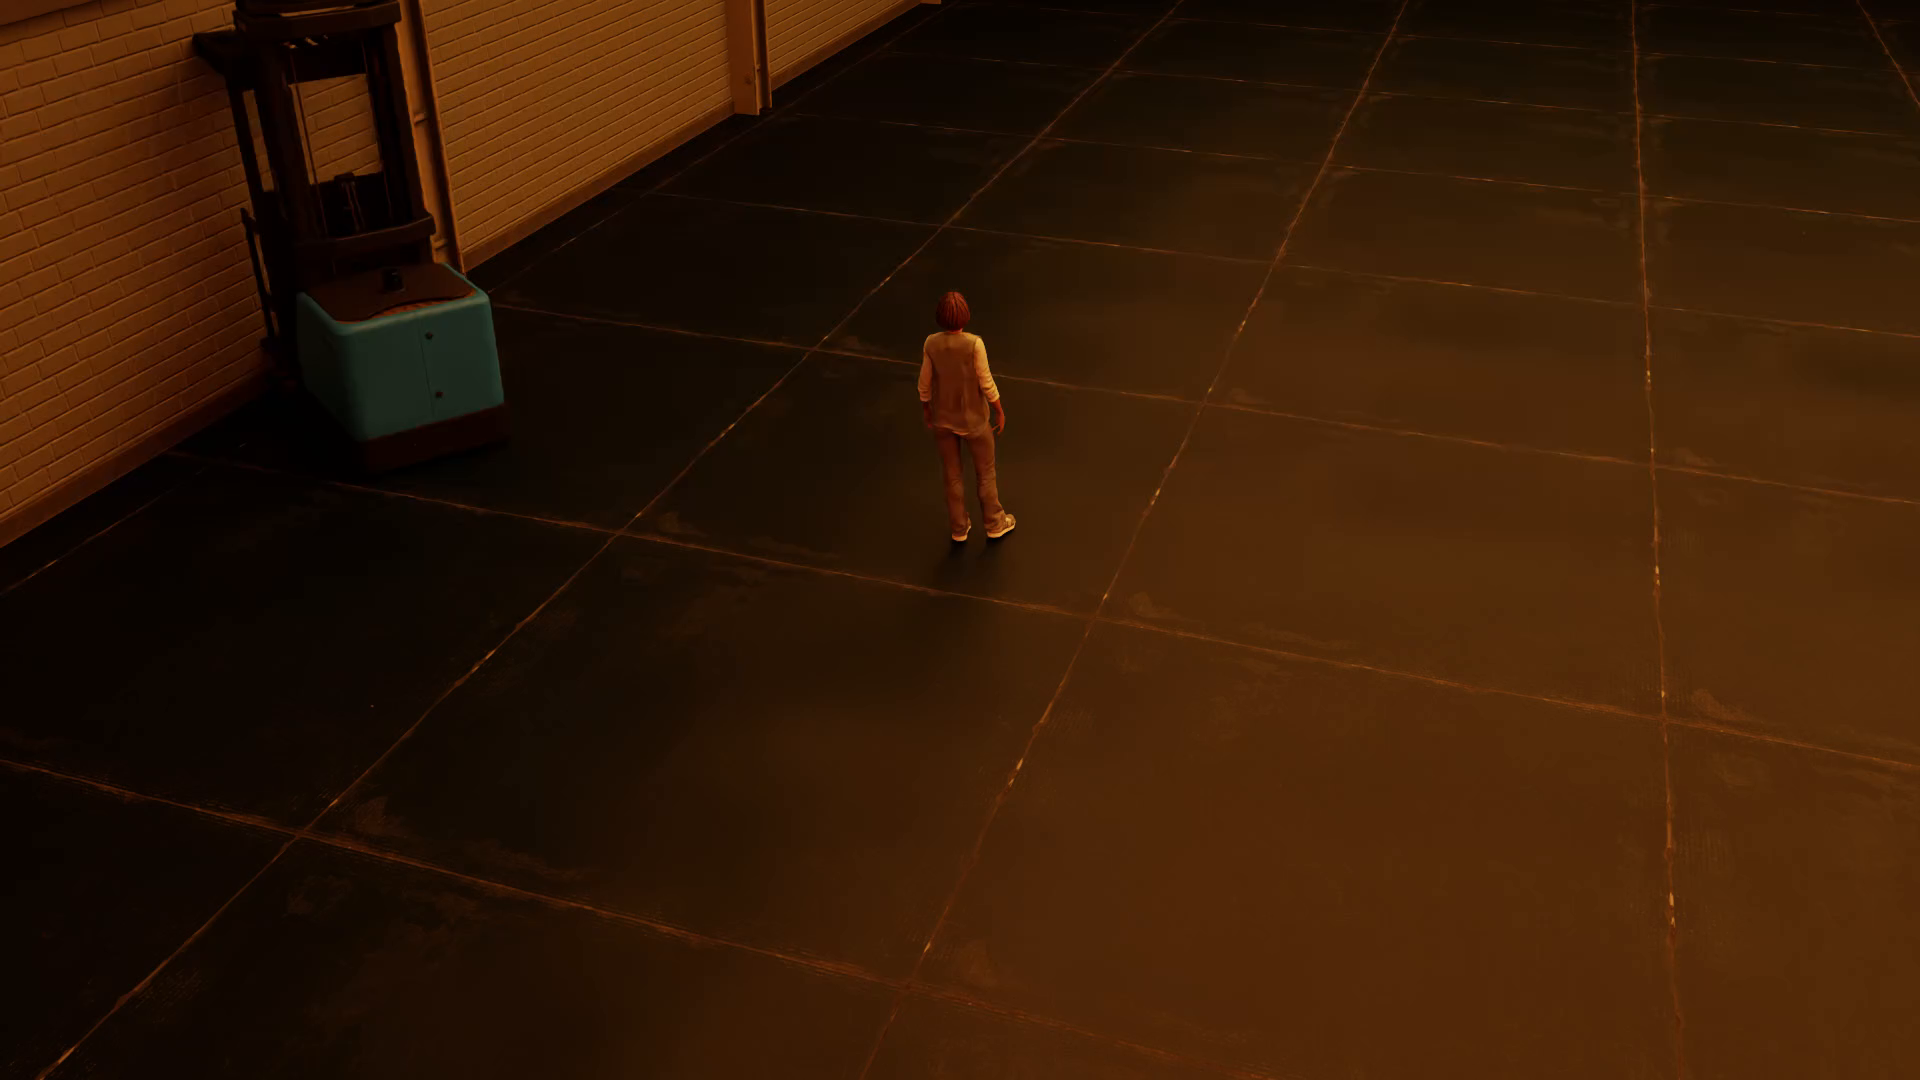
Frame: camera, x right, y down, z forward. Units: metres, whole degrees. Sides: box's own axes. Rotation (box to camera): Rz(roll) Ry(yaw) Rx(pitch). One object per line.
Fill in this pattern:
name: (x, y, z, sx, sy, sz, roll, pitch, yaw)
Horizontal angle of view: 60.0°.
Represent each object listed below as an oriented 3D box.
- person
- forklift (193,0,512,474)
person: (0.037, -0.732, 9.753, 0.520, 1.597, 0.475, 10, 31, 16)
forklift: (-4.299, -2.369, 11.292, 1.130, 2.935, 3.031, -20, 35, -31)
